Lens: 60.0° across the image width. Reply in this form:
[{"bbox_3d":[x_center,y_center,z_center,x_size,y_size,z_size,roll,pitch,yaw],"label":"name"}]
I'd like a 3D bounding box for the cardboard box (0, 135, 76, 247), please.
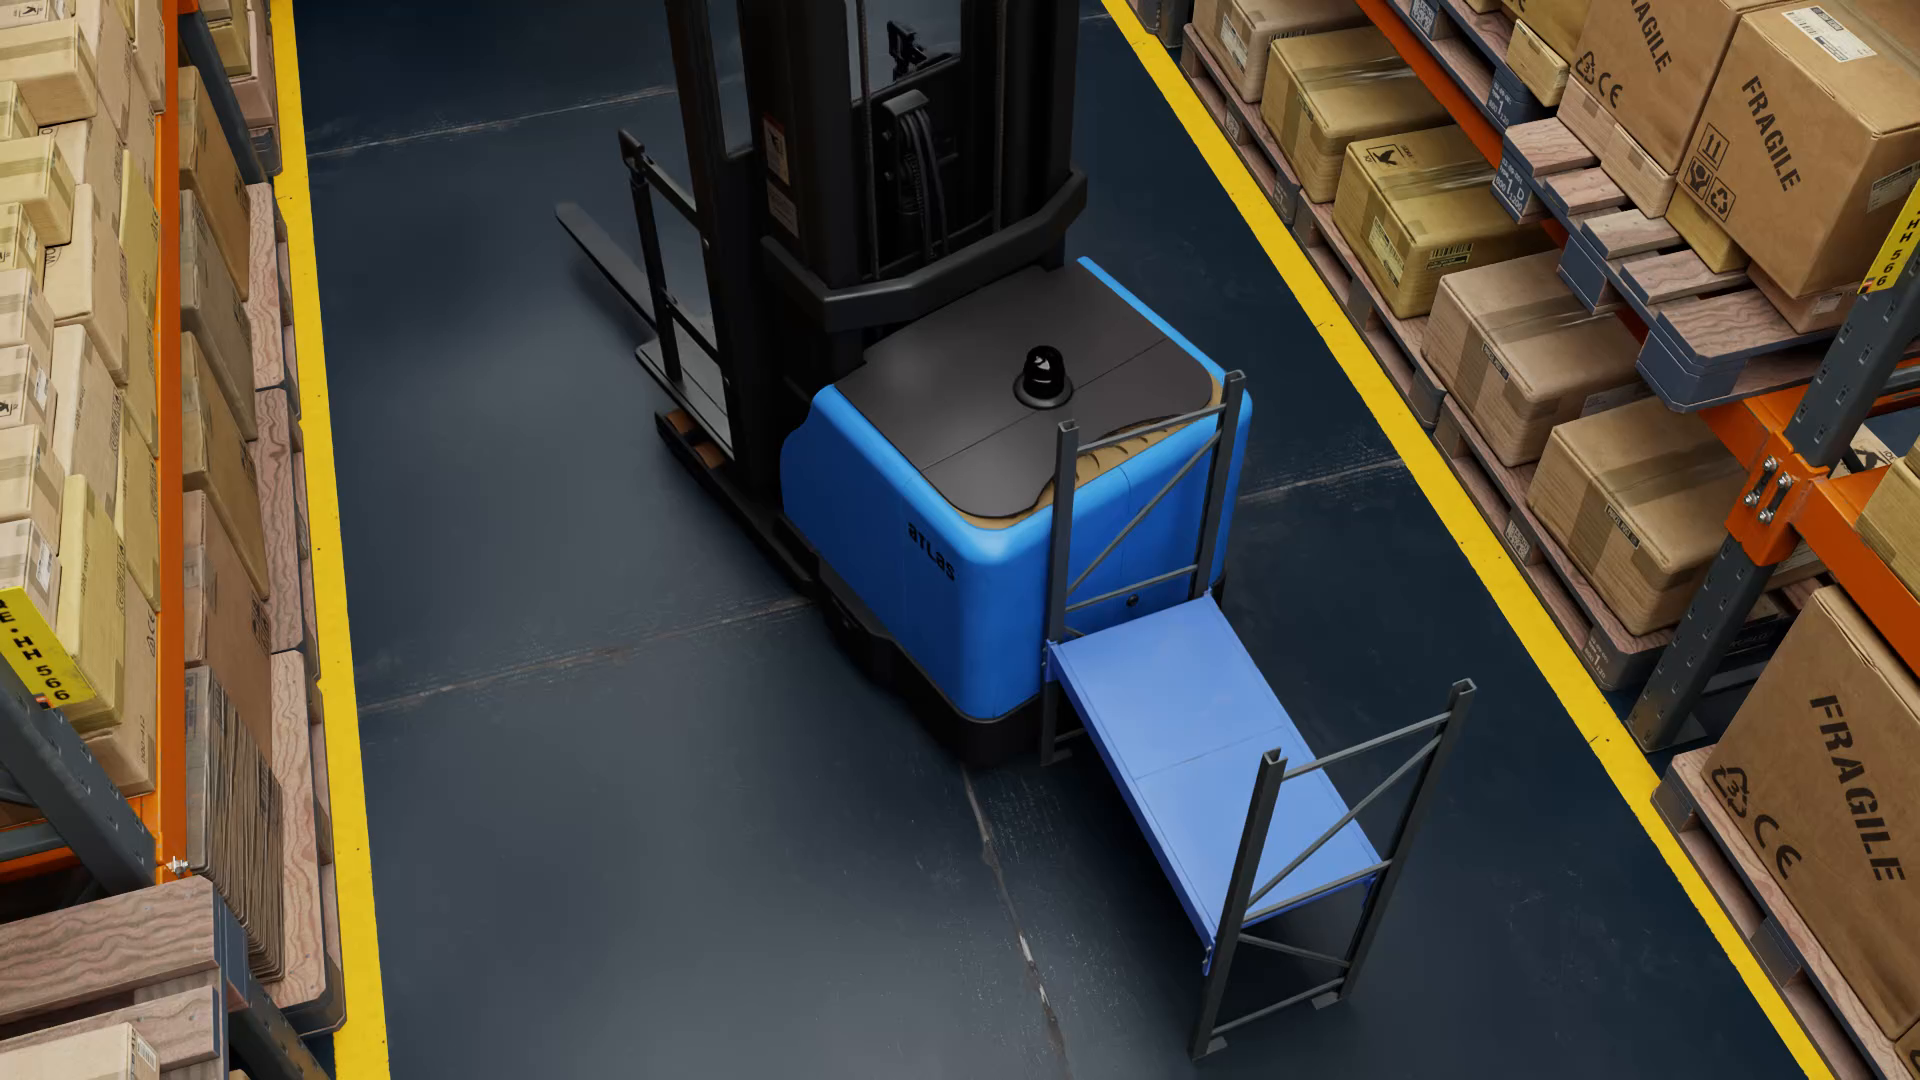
[{"bbox_3d":[-2.351,-0.810,3.981,0.380,0.149,0.250,-12,51,-10],"label":"cardboard box"}]

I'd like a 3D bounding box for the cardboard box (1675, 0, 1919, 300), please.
[{"bbox_3d":[2.194,-0.986,4.085,0.500,0.500,0.500,-15,51,-12],"label":"cardboard box"}]

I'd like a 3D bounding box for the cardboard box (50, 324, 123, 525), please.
[{"bbox_3d":[-2.192,-0.187,3.717,0.500,0.250,0.500,-12,51,-10],"label":"cardboard box"}]

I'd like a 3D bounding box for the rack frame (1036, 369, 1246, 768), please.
[{"bbox_3d":[0.474,0.140,4.651,0.500,1.500,0.032,-17,52,-14],"label":"rack frame"}]

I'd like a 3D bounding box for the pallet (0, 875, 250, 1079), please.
[{"bbox_3d":[-1.879,1.213,2.891,1.213,0.211,1.003,-13,51,-11],"label":"pallet"}]

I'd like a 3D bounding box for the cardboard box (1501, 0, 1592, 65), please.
[{"bbox_3d":[1.880,-1.730,4.712,0.500,0.500,0.500,-16,52,-13],"label":"cardboard box"}]

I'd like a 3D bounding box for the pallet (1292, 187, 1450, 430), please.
[{"bbox_3d":[2.007,-1.015,6.468,1.003,0.211,1.213,-13,51,-11],"label":"pallet"}]

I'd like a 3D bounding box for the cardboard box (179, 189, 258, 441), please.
[{"bbox_3d":[-2.942,-0.673,5.634,0.875,0.625,0.625,-14,51,-11],"label":"cardboard box"}]

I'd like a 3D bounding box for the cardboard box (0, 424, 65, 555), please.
[{"bbox_3d":[-2.040,-0.064,3.352,0.380,0.149,0.250,-12,51,-10],"label":"cardboard box"}]

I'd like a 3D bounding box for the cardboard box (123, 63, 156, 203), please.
[{"bbox_3d":[-2.659,-1.157,4.862,0.500,0.250,0.500,-13,51,-11],"label":"cardboard box"}]

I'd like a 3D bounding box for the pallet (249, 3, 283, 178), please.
[{"bbox_3d":[-3.525,-1.942,7.249,1.003,0.211,1.213,-13,51,-11],"label":"pallet"}]

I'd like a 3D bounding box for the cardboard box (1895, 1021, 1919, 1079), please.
[{"bbox_3d":[2.978,1.272,3.831,0.875,0.875,0.875,-13,51,-11],"label":"cardboard box"}]

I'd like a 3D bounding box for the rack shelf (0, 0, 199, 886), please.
[{"bbox_3d":[-2.738,-0.557,4.729,1.077,0.370,4.000,-13,51,-11],"label":"rack shelf"}]

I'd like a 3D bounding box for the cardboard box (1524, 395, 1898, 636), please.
[{"bbox_3d":[2.436,-0.157,5.364,0.950,0.372,0.625,-16,52,-13],"label":"cardboard box"}]

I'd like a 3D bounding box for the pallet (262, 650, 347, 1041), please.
[{"bbox_3d":[-2.353,0.960,4.802,1.003,0.211,1.213,-13,51,-11],"label":"pallet"}]

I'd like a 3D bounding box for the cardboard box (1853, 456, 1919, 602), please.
[{"bbox_3d":[2.498,0.009,3.879,0.500,0.250,0.500,-14,51,-12],"label":"cardboard box"}]

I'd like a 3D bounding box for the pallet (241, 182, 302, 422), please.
[{"bbox_3d":[-3.075,-0.822,6.305,1.003,0.211,1.213,-13,51,-11],"label":"pallet"}]

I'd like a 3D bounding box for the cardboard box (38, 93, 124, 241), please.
[{"bbox_3d":[-2.504,-0.940,4.352,0.500,0.250,0.500,-13,51,-10],"label":"cardboard box"}]

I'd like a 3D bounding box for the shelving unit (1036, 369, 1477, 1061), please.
[{"bbox_3d":[0.667,0.500,4.347,0.538,1.500,1.048,-17,52,-14],"label":"shelving unit"}]

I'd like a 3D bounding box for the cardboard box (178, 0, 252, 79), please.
[{"bbox_3d":[-3.178,-2.083,6.741,0.500,0.250,0.500,-14,51,-11],"label":"cardboard box"}]

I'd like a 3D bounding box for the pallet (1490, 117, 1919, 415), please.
[{"bbox_3d":[2.281,-0.888,4.662,1.213,0.211,1.003,-13,51,-11],"label":"pallet"}]

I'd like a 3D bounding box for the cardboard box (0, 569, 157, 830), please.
[{"bbox_3d":[-2.045,0.340,3.599,0.500,0.250,0.500,-13,51,-11],"label":"cardboard box"}]

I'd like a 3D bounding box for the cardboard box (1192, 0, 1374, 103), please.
[{"bbox_3d":[1.568,-2.281,7.155,0.950,0.372,0.625,-13,51,-11],"label":"cardboard box"}]

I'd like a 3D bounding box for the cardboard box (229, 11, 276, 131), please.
[{"bbox_3d":[-3.156,-1.927,6.937,0.500,0.250,0.500,-13,51,-11],"label":"cardboard box"}]

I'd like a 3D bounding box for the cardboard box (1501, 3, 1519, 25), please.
[{"bbox_3d":[1.891,-1.643,5.063,0.380,0.149,0.250,-13,51,-11],"label":"cardboard box"}]

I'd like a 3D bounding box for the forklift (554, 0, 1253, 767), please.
[{"bbox_3d":[-0.433,-1.341,4.964,1.130,2.935,3.031,-30,56,-23],"label":"forklift"}]

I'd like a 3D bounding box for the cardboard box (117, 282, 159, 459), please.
[{"bbox_3d":[-2.348,-0.403,4.226,0.500,0.250,0.500,-15,51,-12],"label":"cardboard box"}]

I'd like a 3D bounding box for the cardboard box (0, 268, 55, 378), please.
[{"bbox_3d":[-2.230,-0.434,3.664,0.380,0.149,0.250,-13,51,-11],"label":"cardboard box"}]

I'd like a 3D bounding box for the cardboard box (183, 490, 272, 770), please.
[{"bbox_3d":[-2.519,0.367,4.757,0.875,0.625,0.625,-12,51,-10],"label":"cardboard box"}]

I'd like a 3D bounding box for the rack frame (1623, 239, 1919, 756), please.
[{"bbox_3d":[2.594,-0.454,4.170,1.000,3.000,0.127,-13,51,-11],"label":"rack frame"}]

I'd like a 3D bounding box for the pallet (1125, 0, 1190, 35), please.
[{"bbox_3d":[1.179,-2.959,8.106,1.003,0.211,1.213,-13,51,-11],"label":"pallet"}]

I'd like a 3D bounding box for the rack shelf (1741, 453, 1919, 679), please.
[{"bbox_3d":[3.185,1.239,3.214,1.077,0.370,4.000,-13,51,-11],"label":"rack shelf"}]

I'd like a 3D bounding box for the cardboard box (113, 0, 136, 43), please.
[{"bbox_3d":[-2.781,-1.688,4.982,0.500,0.250,0.500,-15,51,-12],"label":"cardboard box"}]

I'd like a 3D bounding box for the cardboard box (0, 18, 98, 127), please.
[{"bbox_3d":[-2.458,-1.189,4.301,0.380,0.149,0.250,-15,51,-12],"label":"cardboard box"}]

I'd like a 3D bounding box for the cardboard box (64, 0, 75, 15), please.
[{"bbox_3d":[-2.679,-1.549,4.605,0.380,0.149,0.250,-14,51,-12],"label":"cardboard box"}]

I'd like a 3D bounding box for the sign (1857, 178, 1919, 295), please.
[{"bbox_3d":[2.078,-0.672,3.649,0.100,0.325,0.005,-13,51,-11],"label":"sign"}]

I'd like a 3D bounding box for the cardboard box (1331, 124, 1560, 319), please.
[{"bbox_3d":[1.992,-1.249,6.285,0.950,0.372,0.625,-12,51,-10],"label":"cardboard box"}]

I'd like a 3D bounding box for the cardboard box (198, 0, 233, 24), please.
[{"bbox_3d":[-3.173,-2.246,6.551,0.500,0.250,0.500,-14,51,-12],"label":"cardboard box"}]

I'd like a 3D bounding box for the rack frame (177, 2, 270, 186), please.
[{"bbox_3d":[-3.330,-2.250,5.685,1.000,3.000,0.127,-13,51,-11],"label":"rack frame"}]

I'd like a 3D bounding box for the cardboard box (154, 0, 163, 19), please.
[{"bbox_3d":[-2.931,-1.893,5.482,0.500,0.250,0.500,-12,51,-10],"label":"cardboard box"}]

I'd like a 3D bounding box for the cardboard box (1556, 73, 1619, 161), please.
[{"bbox_3d":[1.940,-1.233,4.717,0.380,0.149,0.250,-16,52,-13],"label":"cardboard box"}]

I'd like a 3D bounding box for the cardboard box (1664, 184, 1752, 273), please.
[{"bbox_3d":[2.124,-0.874,4.414,0.380,0.149,0.250,-13,51,-10],"label":"cardboard box"}]
